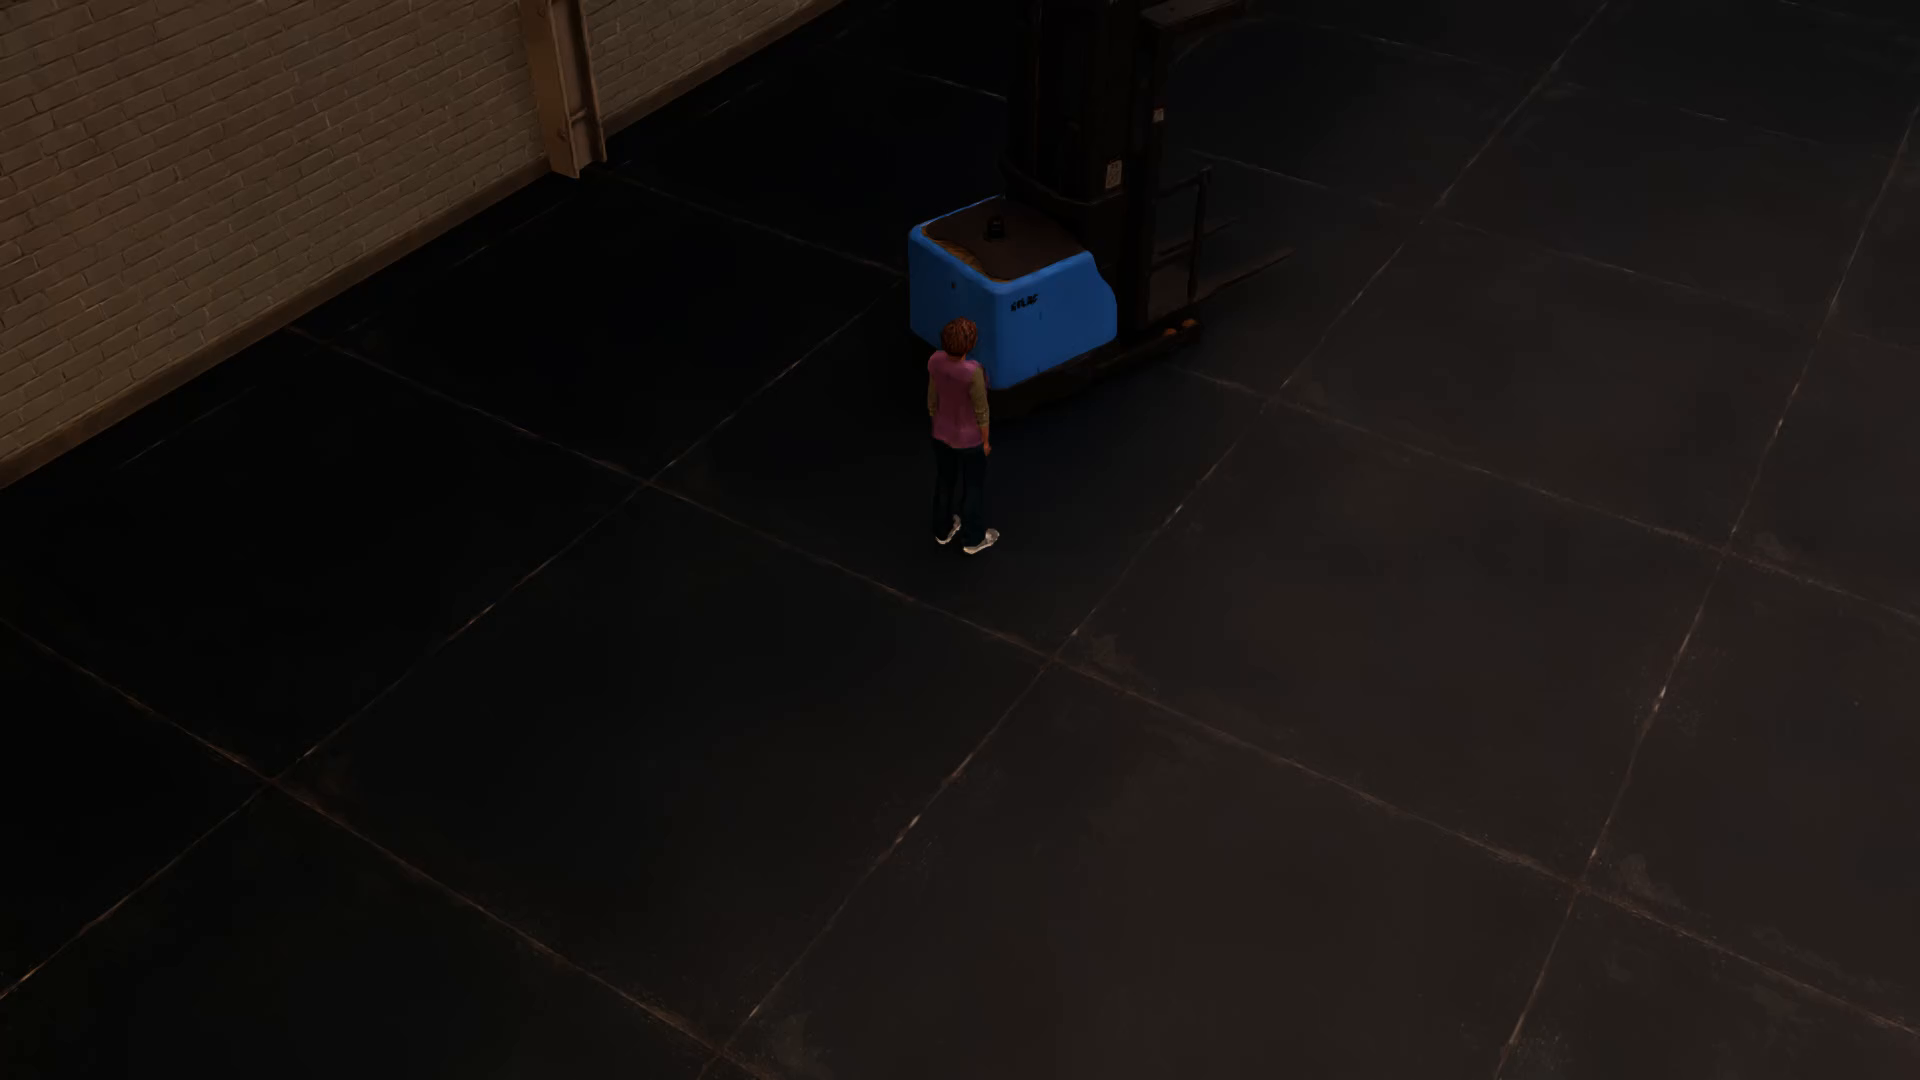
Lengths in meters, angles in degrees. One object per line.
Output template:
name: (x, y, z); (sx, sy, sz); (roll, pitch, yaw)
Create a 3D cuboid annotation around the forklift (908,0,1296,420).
forklift: (1.117, -2.701, 11.154); (3.031, 2.935, 1.130); (-26, 47, -28)

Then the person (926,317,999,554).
person: (0.005, -0.615, 9.723); (0.405, 1.604, 0.311); (22, 45, 24)
